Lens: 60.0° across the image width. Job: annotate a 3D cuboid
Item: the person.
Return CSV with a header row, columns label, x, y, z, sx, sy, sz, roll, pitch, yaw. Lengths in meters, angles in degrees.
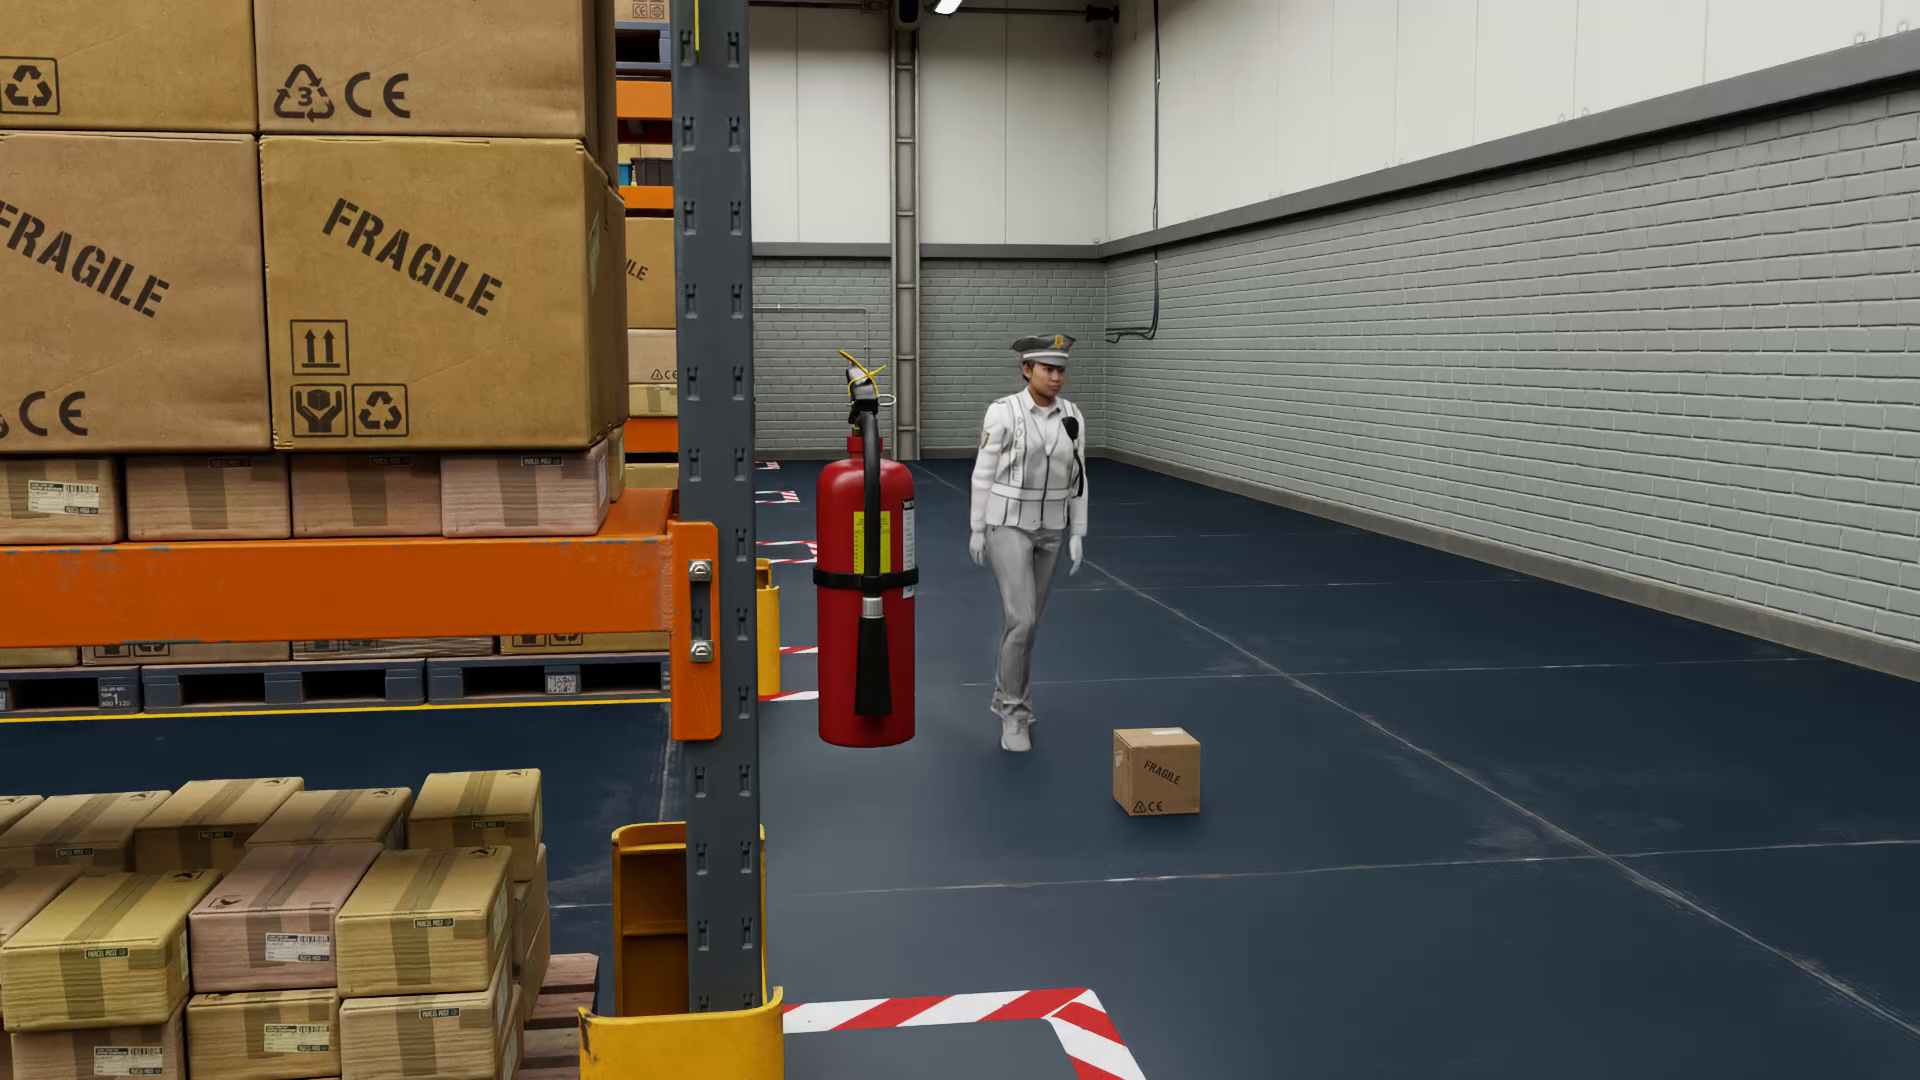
label,x,y,z,sx,sy,sz,roll,pitch,yaw
person,0.287,0.000,6.900,0.474,1.710,0.535,-4,7,-28
